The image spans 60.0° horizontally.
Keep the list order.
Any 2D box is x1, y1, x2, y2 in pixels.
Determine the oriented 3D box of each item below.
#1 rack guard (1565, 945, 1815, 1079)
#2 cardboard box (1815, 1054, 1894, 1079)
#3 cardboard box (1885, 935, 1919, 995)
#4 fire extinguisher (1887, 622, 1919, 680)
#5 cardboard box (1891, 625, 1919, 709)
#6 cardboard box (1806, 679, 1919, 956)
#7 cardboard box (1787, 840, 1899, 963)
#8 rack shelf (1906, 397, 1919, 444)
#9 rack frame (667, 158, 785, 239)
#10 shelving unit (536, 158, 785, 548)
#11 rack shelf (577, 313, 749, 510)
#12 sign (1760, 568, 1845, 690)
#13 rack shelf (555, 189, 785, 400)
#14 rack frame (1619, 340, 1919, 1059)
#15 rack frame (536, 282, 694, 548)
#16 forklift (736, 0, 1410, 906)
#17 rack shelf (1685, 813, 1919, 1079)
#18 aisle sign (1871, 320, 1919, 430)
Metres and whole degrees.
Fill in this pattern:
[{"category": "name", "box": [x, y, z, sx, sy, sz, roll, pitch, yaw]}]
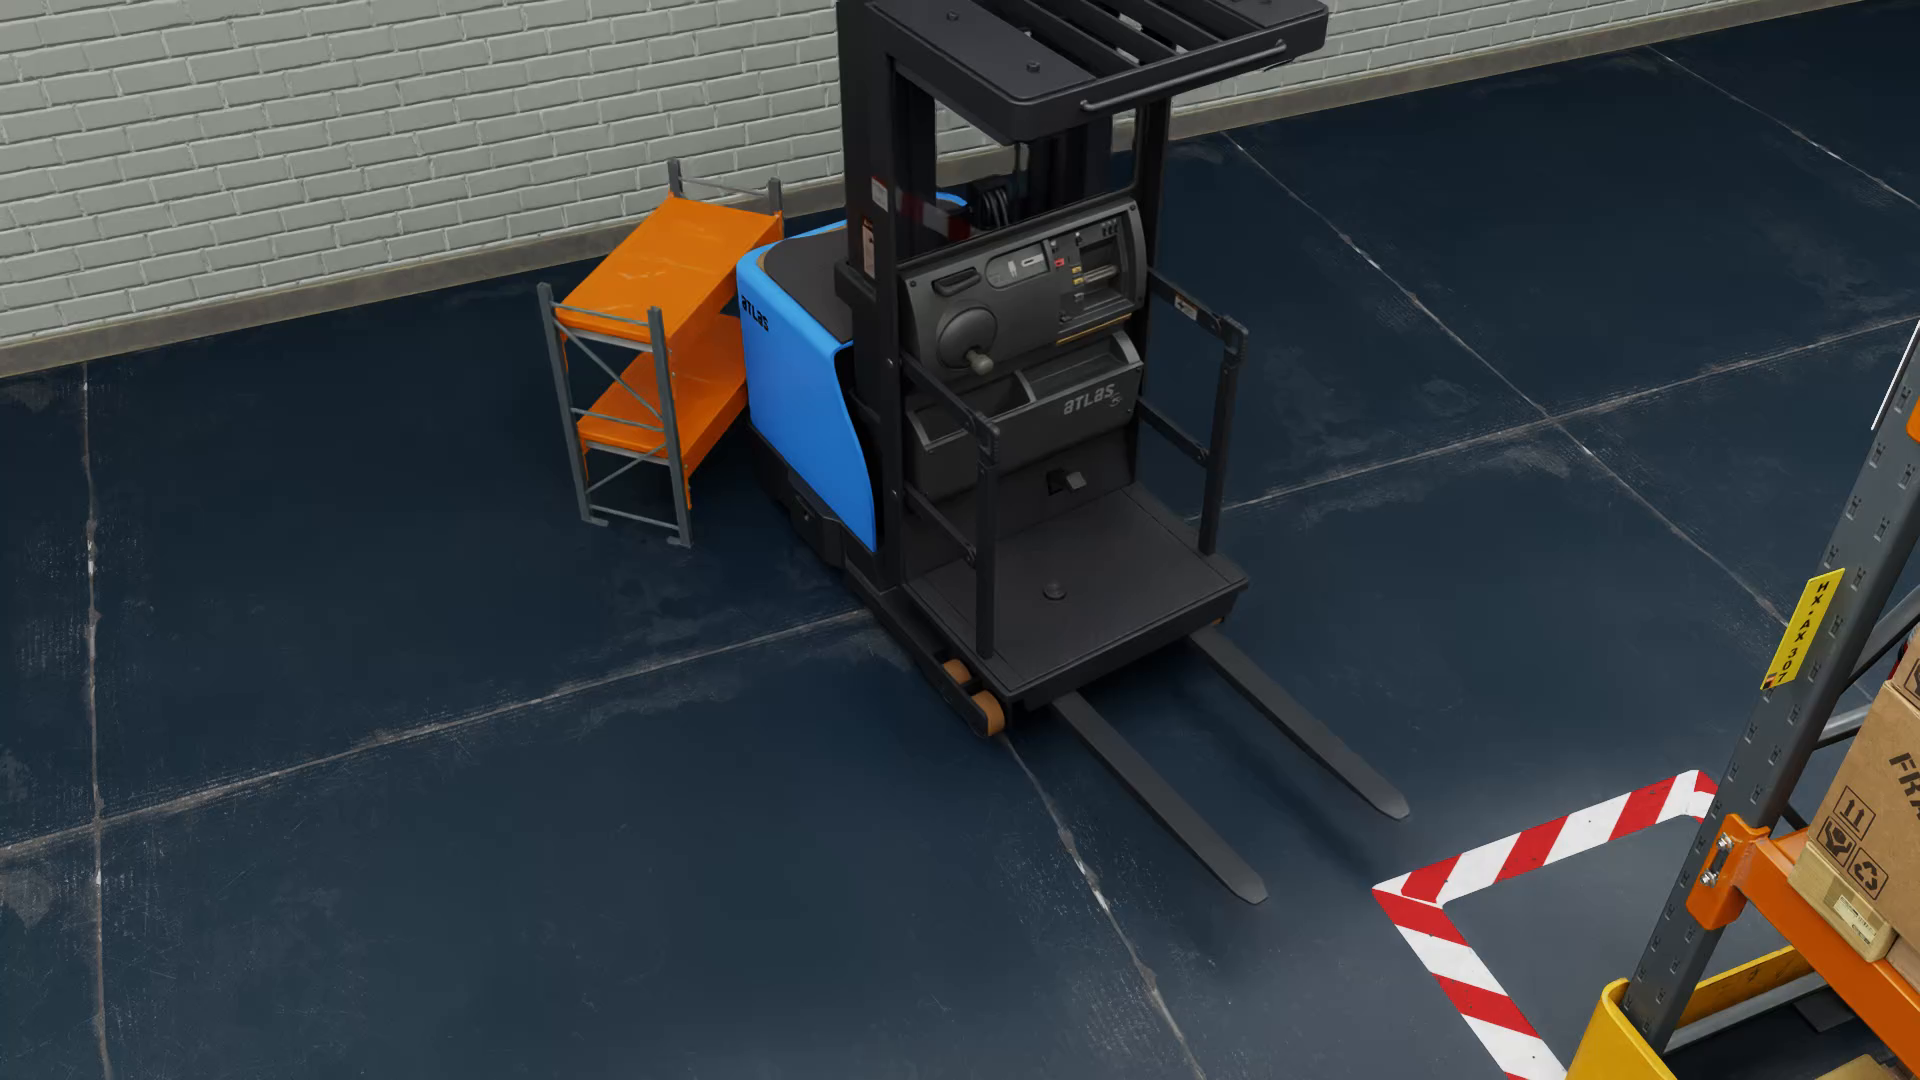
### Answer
[{"category": "rack guard", "box": [2.334, 1.380, 4.761, 1.175, 0.500, 0.348, -15, 43, -17]}, {"category": "cardboard box", "box": [2.192, 1.483, 4.133, 0.380, 0.149, 0.250, -17, 44, -19]}, {"category": "cardboard box", "box": [2.262, 0.902, 3.593, 0.380, 0.149, 0.250, -14, 43, -15]}, {"category": "fire extinguisher", "box": [2.635, 0.291, 4.457, 0.296, 0.674, 0.183, -15, 43, -17]}, {"category": "cardboard box", "box": [2.232, 0.194, 3.153, 0.500, 0.500, 0.500, -15, 43, -17]}, {"category": "cardboard box", "box": [2.222, 0.575, 3.475, 0.500, 0.500, 0.500, -13, 42, -15]}, {"category": "cardboard box", "box": [2.126, 0.759, 3.760, 0.380, 0.149, 0.250, -15, 43, -17]}, {"category": "rack shelf", "box": [3.070, 0.727, 1.855, 1.077, 0.370, 4.000, -15, 43, -17]}, {"category": "rack frame", "box": [-0.965, -1.082, 7.145, 0.500, 1.125, 0.032, 14, 43, 15]}, {"category": "shelving unit", "box": [-1.141, -0.771, 6.783, 0.538, 1.125, 1.048, 14, 43, 15]}, {"category": "rack shelf", "box": [-1.141, -0.585, 6.943, 0.538, 0.278, 1.000, 14, 43, 15]}, {"category": "sign", "box": [1.804, 0.194, 3.560, 0.100, 0.325, 0.005, -15, 43, -17]}, {"category": "rack shelf", "box": [-1.141, -0.993, 6.593, 0.538, 0.278, 1.000, 14, 43, 15]}, {"category": "rack frame", "box": [2.305, 0.387, 4.000, 1.000, 3.000, 0.127, -15, 43, -17]}, {"category": "rack frame", "box": [-1.318, -0.460, 6.422, 0.500, 1.125, 0.032, 14, 43, 15]}, {"category": "forklift", "box": [0.350, -0.764, 5.391, 1.130, 2.935, 3.031, -23, 46, -25]}, {"category": "rack shelf", "box": [3.070, 1.864, 2.833, 1.077, 0.370, 4.000, -15, 43, -17]}, {"category": "aisle sign", "box": [2.000, -0.568, 3.116, 0.394, 0.787, 0.004, -15, 43, -17]}]
